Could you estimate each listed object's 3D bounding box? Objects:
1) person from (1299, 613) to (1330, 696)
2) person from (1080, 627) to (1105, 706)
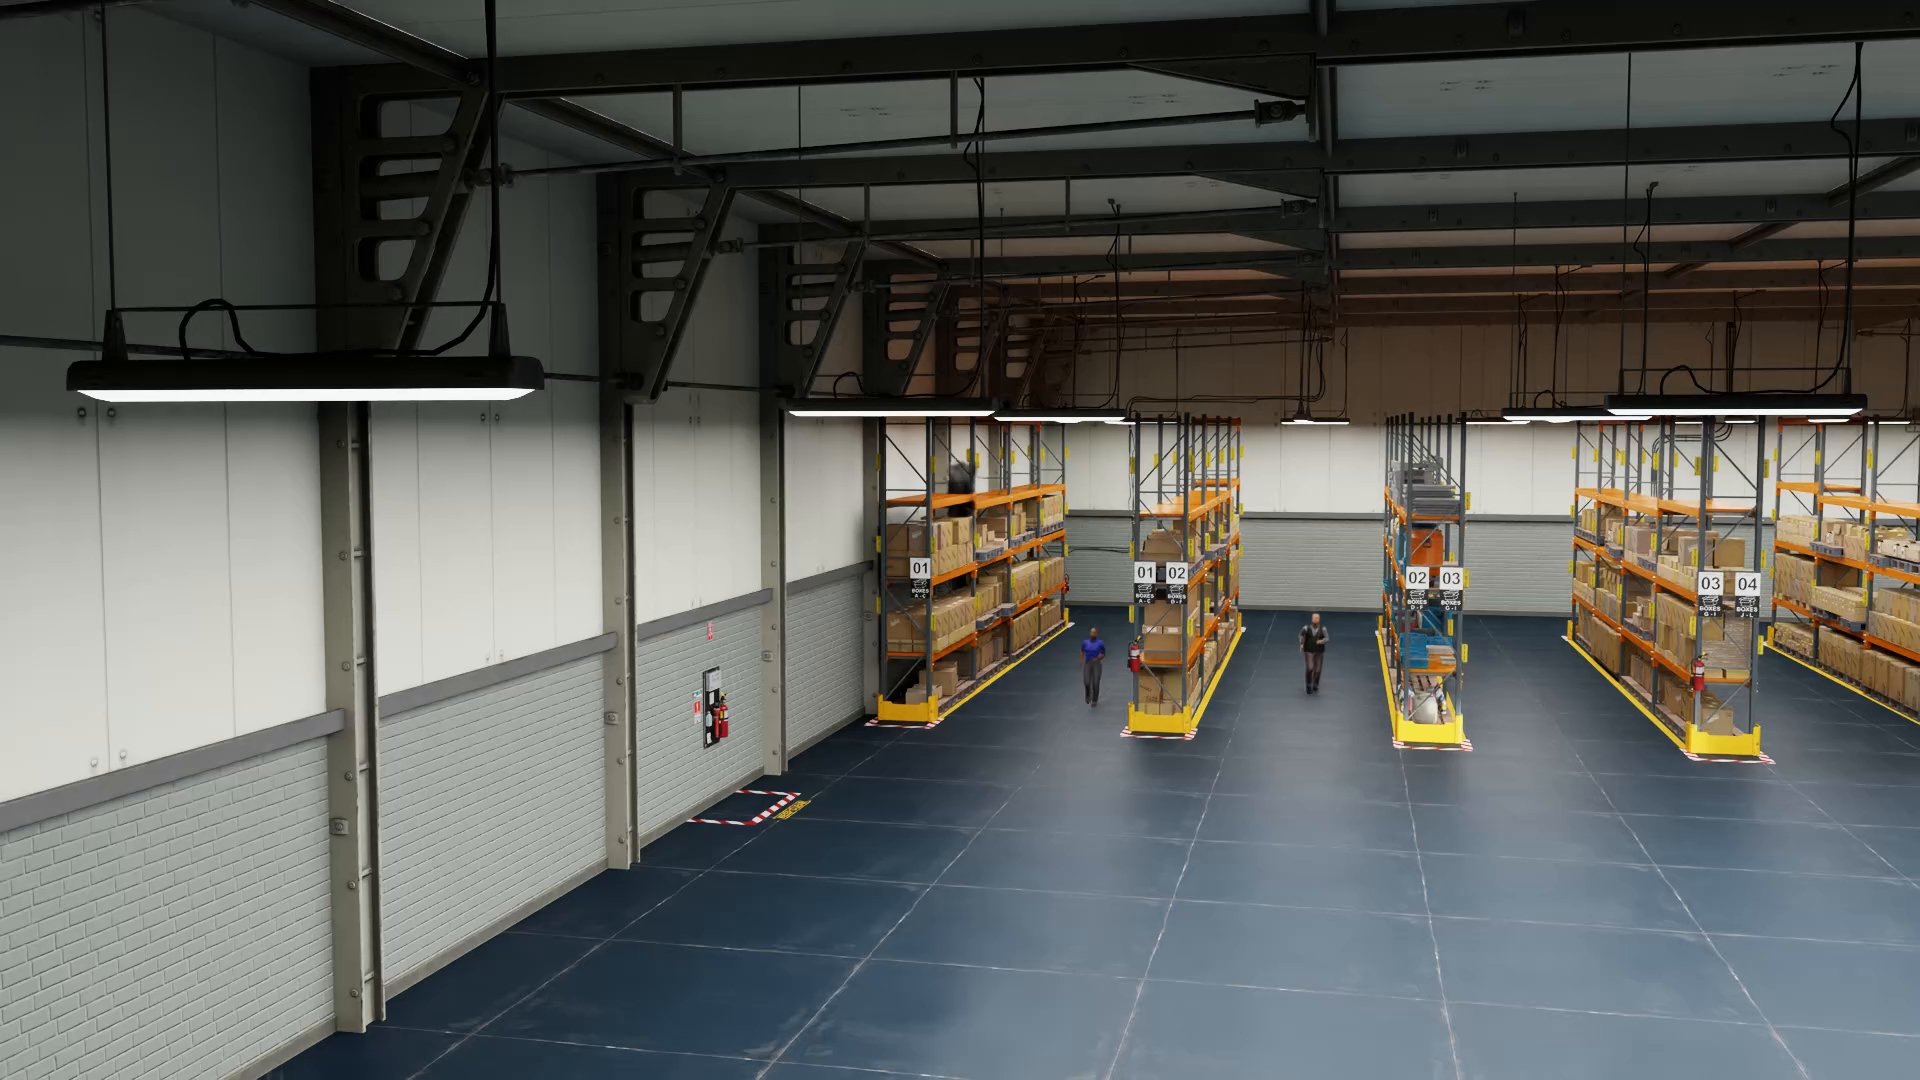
[{"bbox_3d":[7.603,2.459,35.650,0.610,1.773,0.751,0,4,4],"label":"person"},{"bbox_3d":[2.692,2.599,33.990,0.548,1.628,0.642,1,4,10],"label":"person"}]
